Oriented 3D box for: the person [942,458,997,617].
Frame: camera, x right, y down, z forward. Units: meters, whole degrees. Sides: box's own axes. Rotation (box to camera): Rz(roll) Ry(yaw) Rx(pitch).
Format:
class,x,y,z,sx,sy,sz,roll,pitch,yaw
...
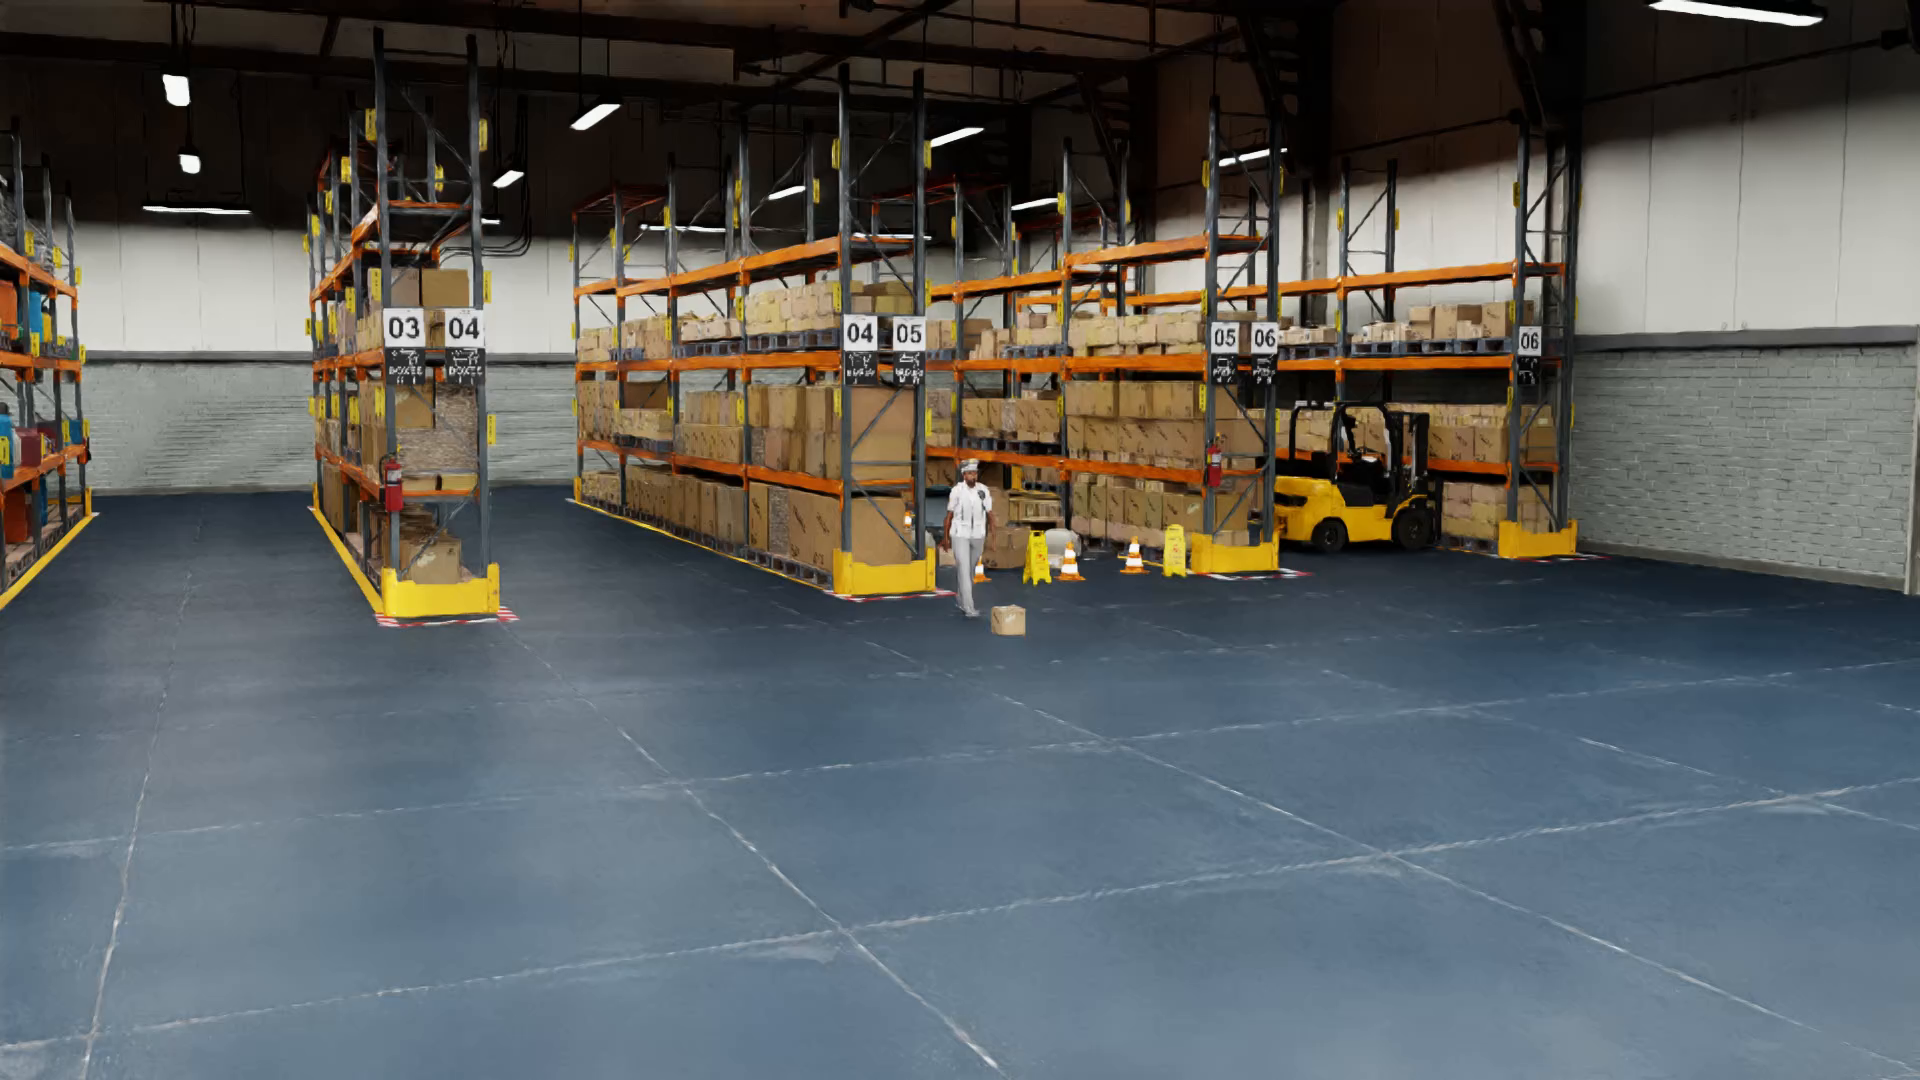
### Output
class,x,y,z,sx,sy,sz,roll,pitch,yaw
person,0.125,-0.043,17.294,0.519,1.636,0.908,-2,6,-17
